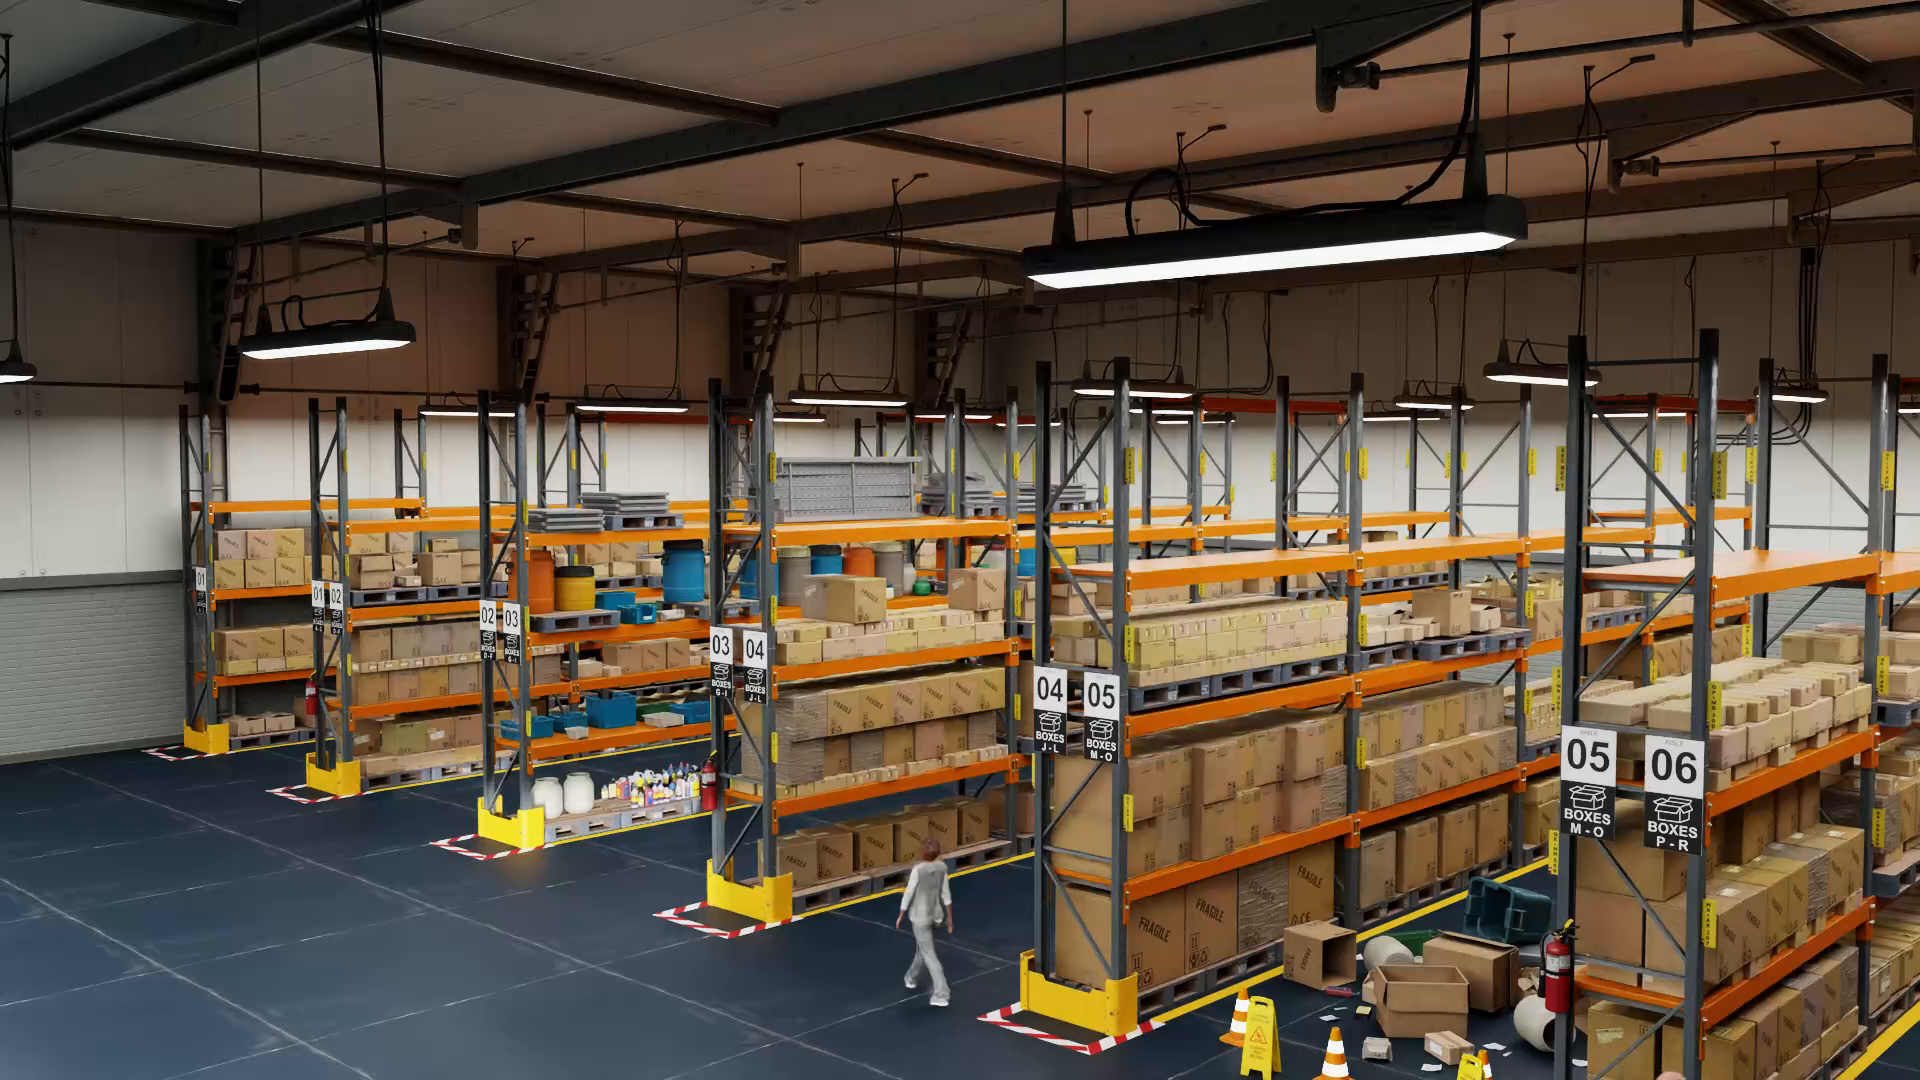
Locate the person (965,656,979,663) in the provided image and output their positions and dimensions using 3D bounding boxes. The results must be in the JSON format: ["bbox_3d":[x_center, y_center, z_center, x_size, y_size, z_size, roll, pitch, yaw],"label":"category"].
[{"bbox_3d":[0.230,2.617,33.052,0.507,1.644,0.432,-1,3,-14],"label":"person"}]

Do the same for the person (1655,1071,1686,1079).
[{"bbox_3d":[3.953,3.802,9.325,0.428,1.739,0.697,1,3,20],"label":"person"}]

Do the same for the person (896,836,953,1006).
[{"bbox_3d":[-0.355,3.544,15.674,0.454,1.539,0.925,-3,4,-40],"label":"person"}]
